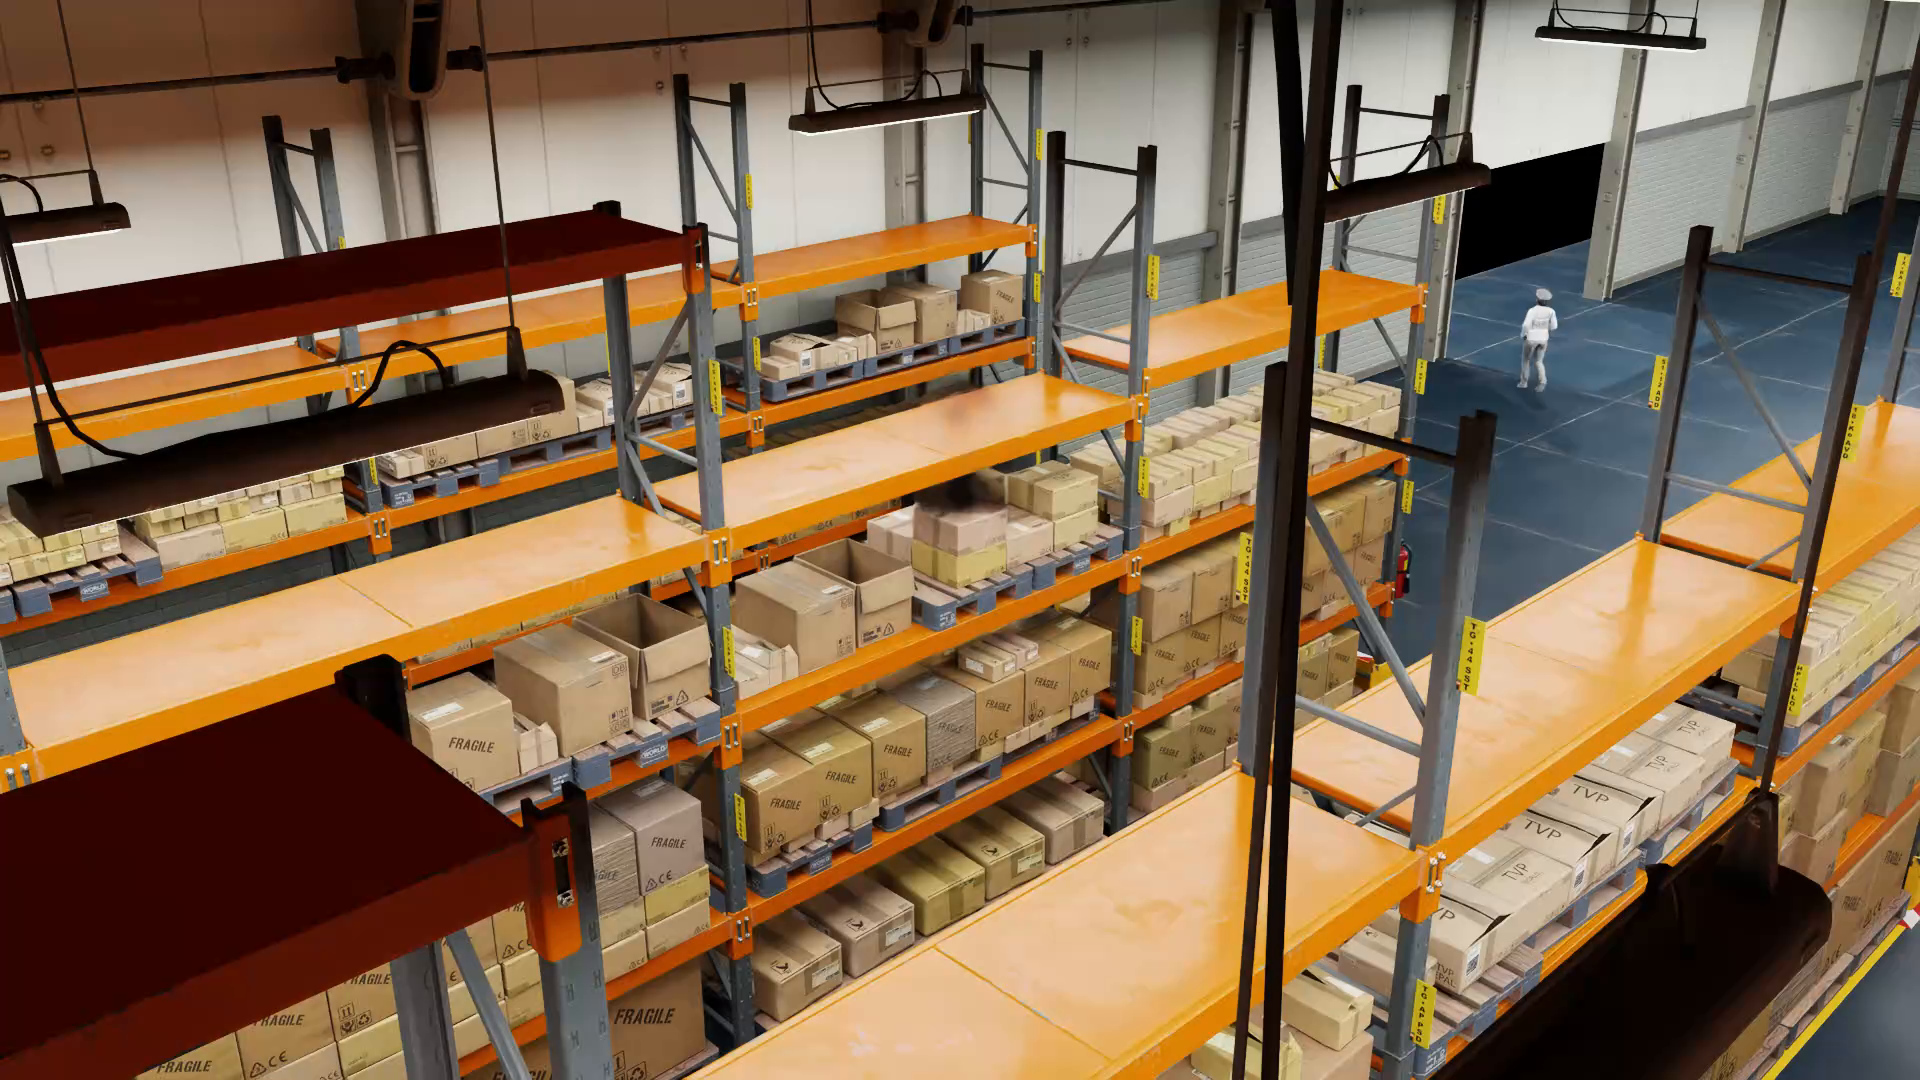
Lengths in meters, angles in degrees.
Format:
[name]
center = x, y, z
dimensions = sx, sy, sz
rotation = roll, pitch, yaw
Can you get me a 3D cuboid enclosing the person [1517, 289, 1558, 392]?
[person]
center = 9.061, -3.112, 26.165
dimensions = 0.616, 1.692, 0.901
rotation = 0, 22, -1
